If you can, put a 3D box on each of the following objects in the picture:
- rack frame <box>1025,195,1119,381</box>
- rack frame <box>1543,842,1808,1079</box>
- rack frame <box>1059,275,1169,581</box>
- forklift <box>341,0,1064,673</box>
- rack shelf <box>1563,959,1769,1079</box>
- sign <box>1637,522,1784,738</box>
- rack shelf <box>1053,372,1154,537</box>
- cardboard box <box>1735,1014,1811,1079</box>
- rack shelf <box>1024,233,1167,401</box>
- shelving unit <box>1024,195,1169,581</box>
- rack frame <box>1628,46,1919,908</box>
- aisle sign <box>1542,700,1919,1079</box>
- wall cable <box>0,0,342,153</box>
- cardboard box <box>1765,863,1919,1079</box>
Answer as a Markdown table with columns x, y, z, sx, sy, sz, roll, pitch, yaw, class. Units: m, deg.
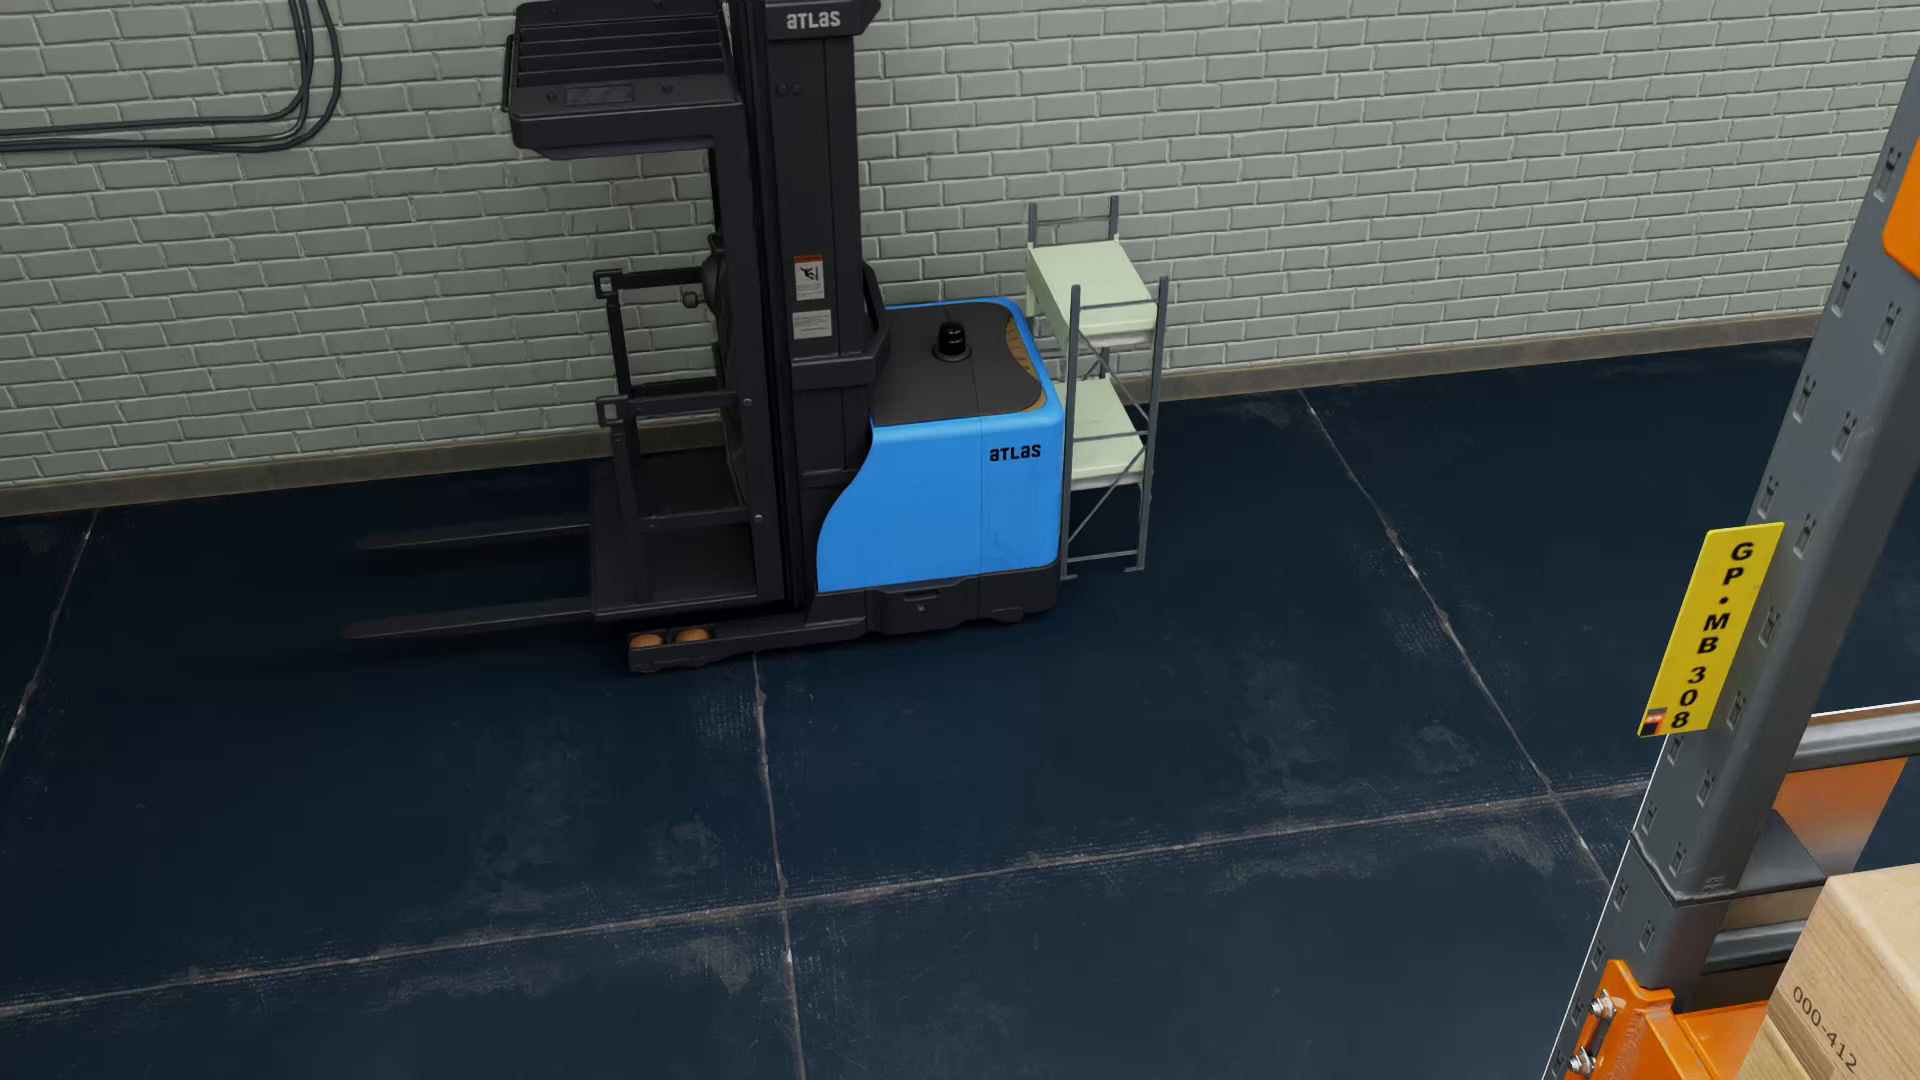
| x | y | z | sx | sy | sz | roll | pitch | yaw | class |
| --- | --- | --- | --- | --- | --- | --- | --- | --- | --- |
| 0.494 | -0.879 | 7.659 | 0.400 | 1.500 | 0.023 | -7 | 38 | -9 | rack frame |
| 1.437 | 1.585 | 3.265 | 1.000 | 3.000 | 0.127 | -6 | 38 | -8 | rack frame |
| 0.640 | -0.439 | 7.092 | 0.400 | 1.500 | 0.023 | -7 | 38 | -9 | rack frame |
| -1.131 | -0.949 | 6.582 | 3.031 | 2.935 | 1.130 | -6 | 38 | -8 | forklift |
| 1.787 | 1.893 | 1.010 | 1.077 | 0.370 | 4.000 | -6 | 38 | -8 | rack shelf |
| 0.902 | 0.114 | 2.001 | 0.100 | 0.325 | 0.005 | -6 | 38 | -8 | sign |
| 0.567 | -0.401 | 7.575 | 0.431 | 0.370 | 0.720 | -7 | 38 | -9 | rack shelf |
| 1.276 | 0.797 | 1.956 | 0.500 | 0.250 | 0.500 | -6 | 38 | -8 | cardboard box |
| 0.567 | -0.967 | 7.136 | 0.431 | 0.370 | 0.720 | -7 | 38 | -9 | rack shelf |
| 0.567 | -0.659 | 7.375 | 0.431 | 1.500 | 0.755 | -7 | 38 | -9 | shelving unit |
| 1.437 | -0.784 | 1.424 | 1.000 | 3.000 | 0.127 | -6 | 38 | -8 | rack frame |
| 1.136 | 0.549 | 2.480 | 0.394 | 0.787 | 0.004 | -6 | 38 | -8 | aisle sign |
| -4.079 | -2.477 | 6.135 | 3.097 | 2.526 | 0.112 | -6 | 38 | -8 | wall cable |
| 1.270 | 0.601 | 1.802 | 0.500 | 0.250 | 0.500 | -6 | 38 | -8 | cardboard box |
